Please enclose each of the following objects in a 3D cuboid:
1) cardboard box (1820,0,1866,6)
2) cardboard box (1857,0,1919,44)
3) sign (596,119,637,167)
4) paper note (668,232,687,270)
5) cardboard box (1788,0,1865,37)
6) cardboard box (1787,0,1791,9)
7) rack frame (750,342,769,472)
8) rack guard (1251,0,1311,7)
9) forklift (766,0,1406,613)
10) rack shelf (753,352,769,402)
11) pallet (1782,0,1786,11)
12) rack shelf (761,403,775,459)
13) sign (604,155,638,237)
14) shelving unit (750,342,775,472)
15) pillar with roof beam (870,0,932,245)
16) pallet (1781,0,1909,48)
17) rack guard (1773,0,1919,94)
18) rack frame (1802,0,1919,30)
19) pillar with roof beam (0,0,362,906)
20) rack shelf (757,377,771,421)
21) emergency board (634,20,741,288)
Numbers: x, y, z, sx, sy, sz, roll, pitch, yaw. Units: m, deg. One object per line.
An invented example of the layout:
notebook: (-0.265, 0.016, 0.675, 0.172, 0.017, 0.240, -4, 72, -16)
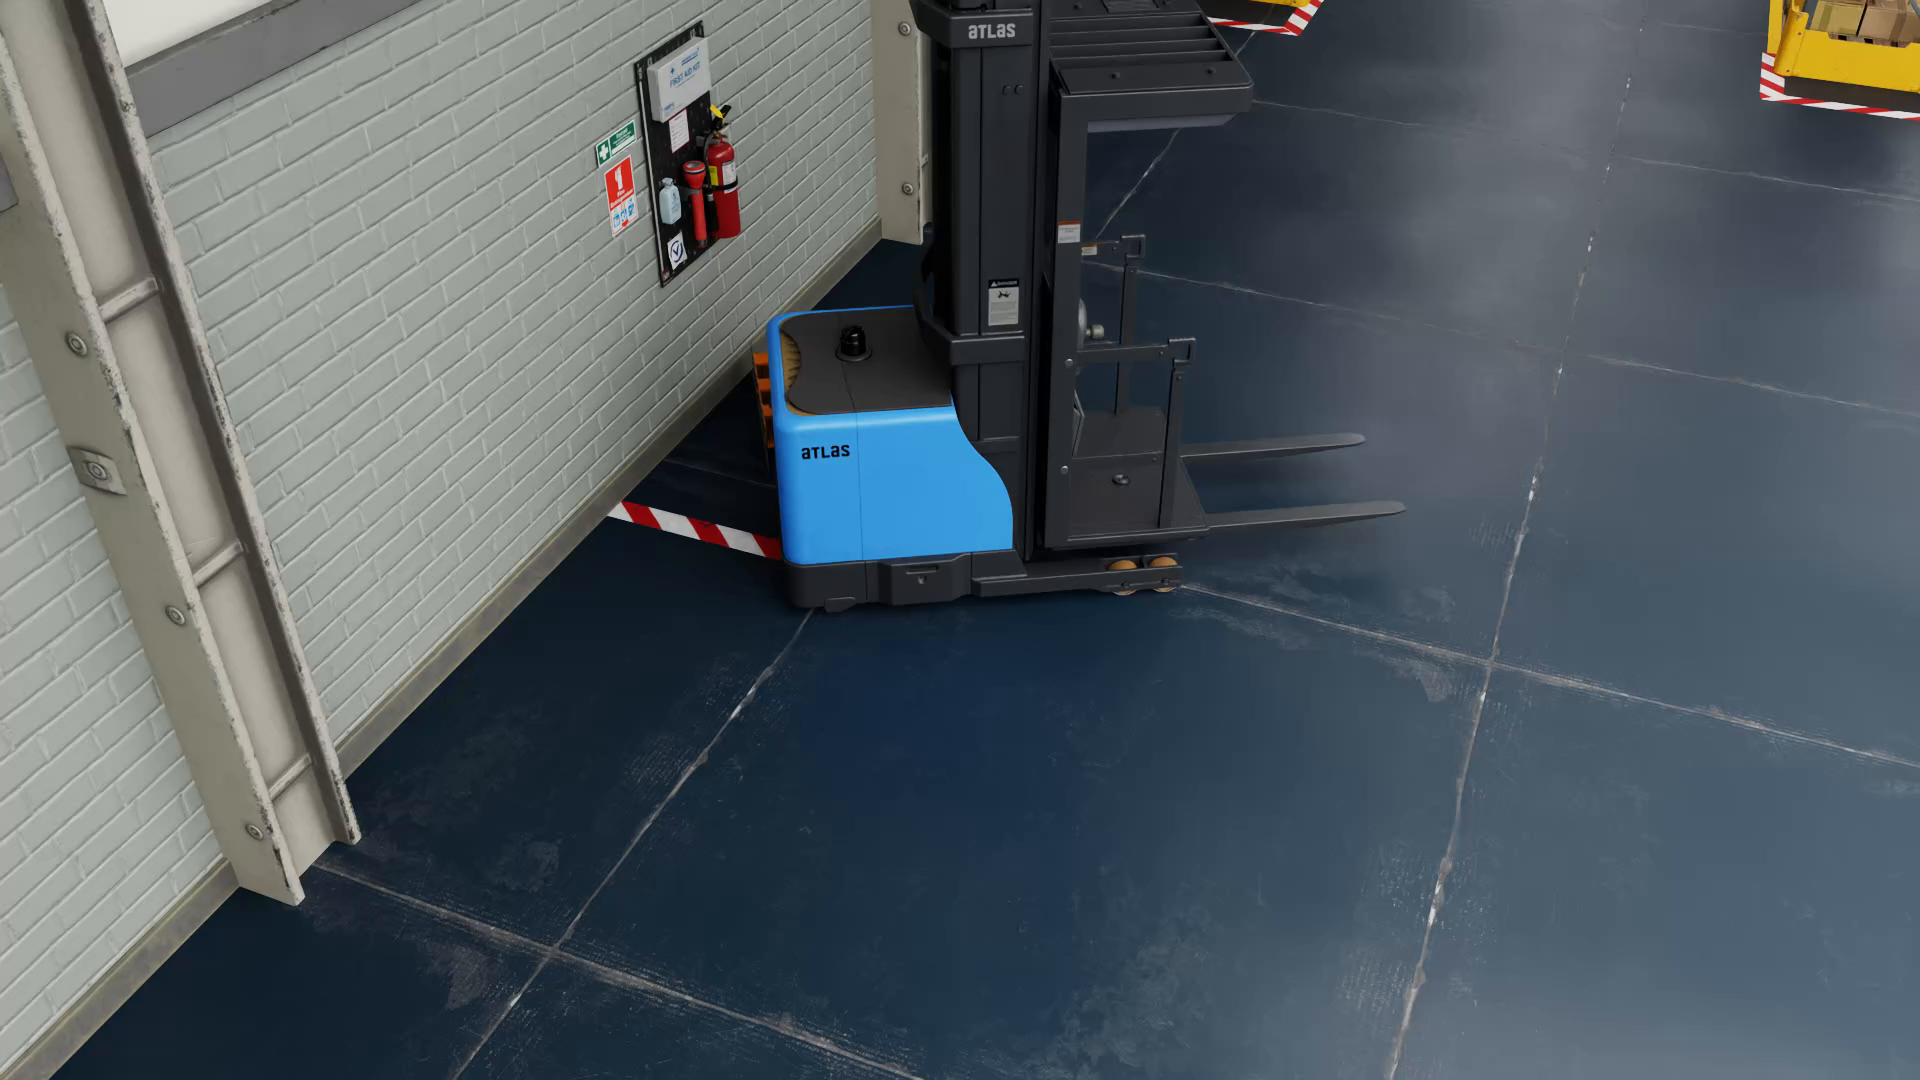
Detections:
cardboard box: (7.000, -4.607, 13.228, 0.500, 0.500, 0.500, 14, 39, 18)
cardboard box: (7.481, -4.188, 13.294, 0.500, 0.250, 0.500, 14, 39, 18)
sign: (-1.599, -1.849, 7.746, 0.001, 0.109, 0.331, 14, 39, 18)
paper note: (-1.435, -1.469, 8.446, 0.016, 0.148, 0.142, 14, 39, 18)
cardboard box: (7.002, -4.306, 13.451, 0.500, 0.250, 0.500, 14, 39, 18)
cardboard box: (7.181, -4.586, 13.826, 0.500, 0.250, 0.500, 14, 39, 18)
rack frame: (-1.091, -0.737, 9.038, 0.008, 0.200, 1.050, -5, 36, -9)
rack guard: (2.518, -5.042, 14.578, 1.175, 0.500, 0.348, 14, 39, 18)
forklift: (0.625, -1.223, 7.438, 3.031, 2.935, 1.130, -4, 37, -6)
rack shelf: (-1.020, -0.906, 9.275, 0.240, 0.215, 0.259, -5, 36, -9)
pallet: (7.789, -4.864, 14.581, 1.003, 0.211, 1.213, 14, 39, 18)
rack shelf: (-0.919, -0.582, 8.826, 0.240, 0.215, 0.259, -5, 36, -9)
sign: (-1.609, -1.636, 7.904, 0.001, 0.329, 0.234, 14, 39, 18)
shelving unit: (-0.971, -0.749, 9.057, 0.252, 0.215, 1.050, -5, 36, -9)
pillar with roof beam: (3.653, -4.686, 7.003, 9.100, 9.000, 0.400, 14, 39, 18)
pallet: (7.324, -4.191, 13.681, 1.003, 0.211, 1.213, 14, 39, 18)
rack guard: (7.062, -3.860, 12.997, 1.175, 0.500, 0.348, 14, 39, 18)
rack frame: (7.071, -4.875, 12.267, 1.000, 3.000, 0.127, 14, 39, 18)
pillar with roof beam: (1.370, -1.364, 2.559, 9.100, 9.000, 0.400, 14, 39, 18)
rack shelf: (-0.969, -0.743, 9.048, 0.240, 0.215, 0.259, -5, 36, -9)
emergency board: (-1.303, -1.904, 8.293, 0.194, 1.169, 0.643, 14, 39, 18)
